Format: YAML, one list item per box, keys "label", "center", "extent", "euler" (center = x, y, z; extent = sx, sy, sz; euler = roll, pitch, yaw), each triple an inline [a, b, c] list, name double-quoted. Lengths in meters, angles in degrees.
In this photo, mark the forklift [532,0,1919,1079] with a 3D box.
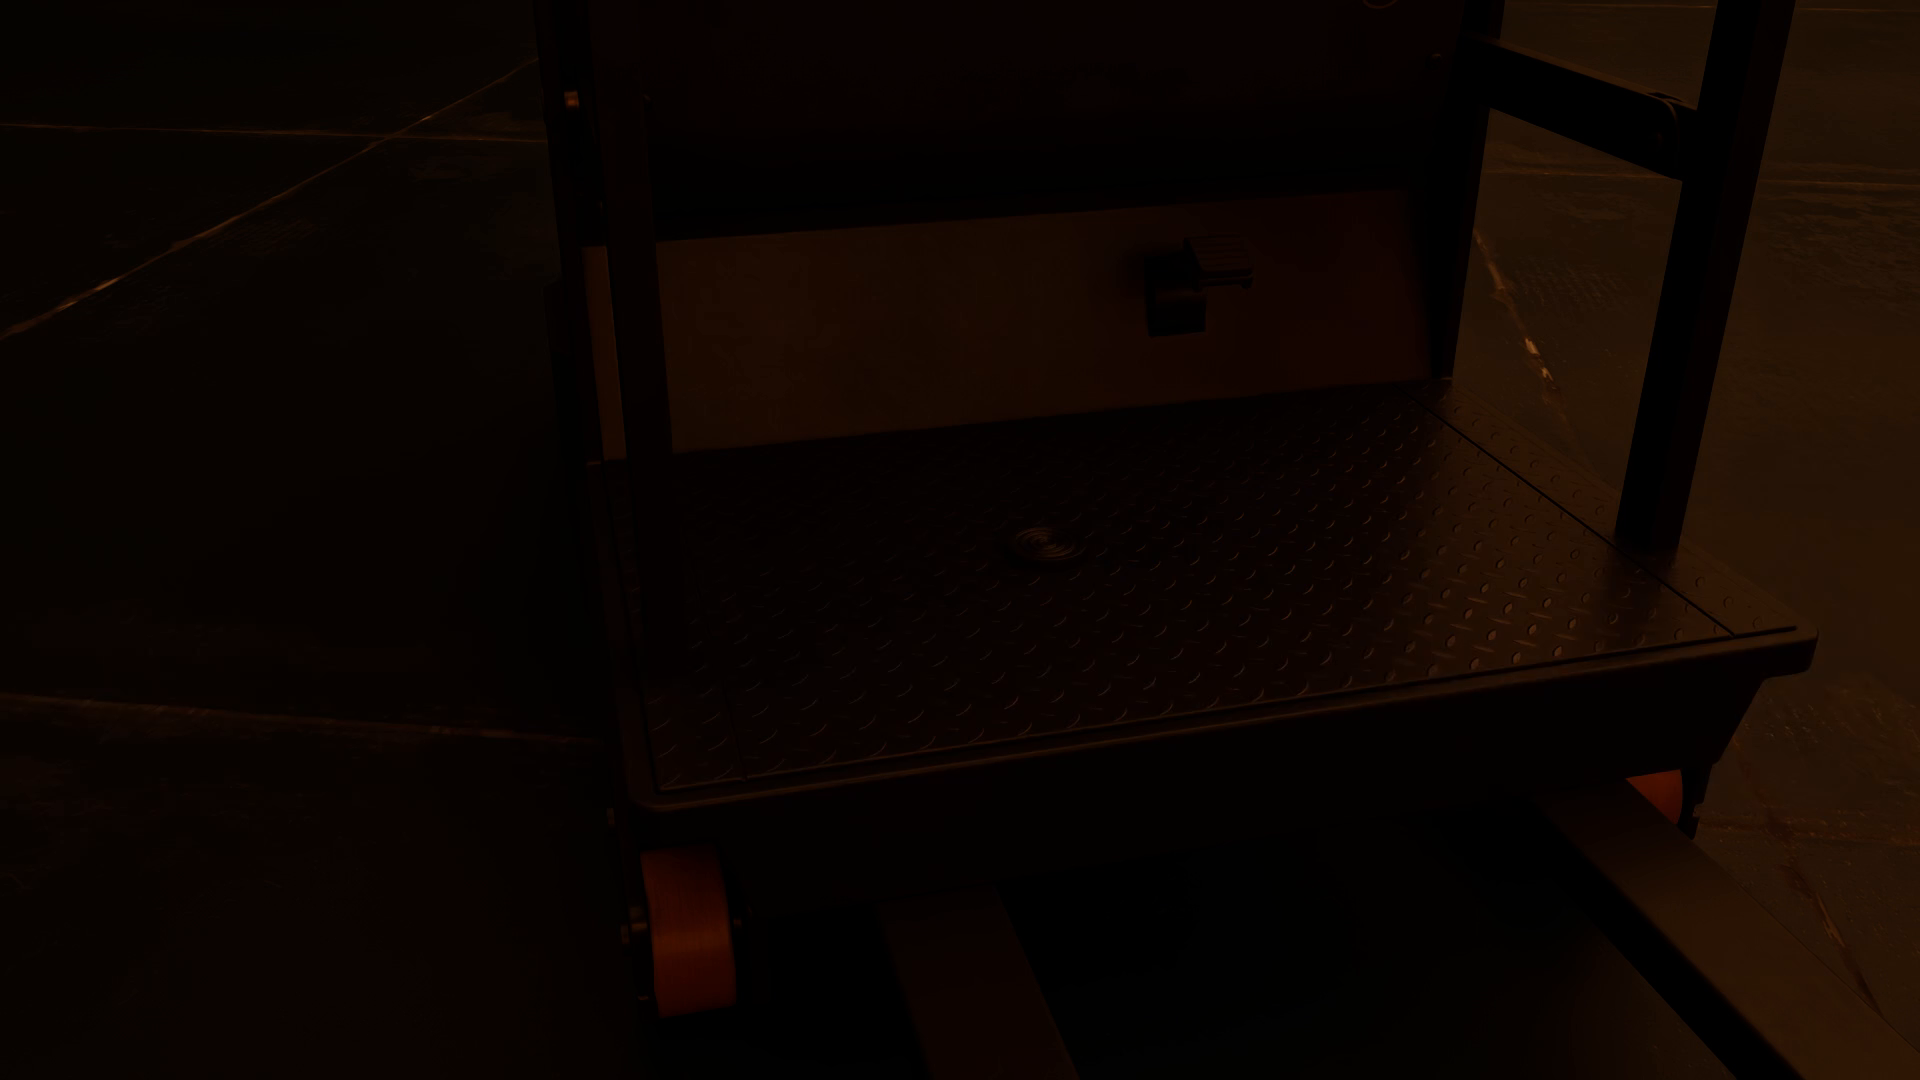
- label: "forklift"
  center: [0.153, -1.049, 1.319]
  extent: [1.130, 2.935, 3.031]
  euler: [-7, 27, -13]
